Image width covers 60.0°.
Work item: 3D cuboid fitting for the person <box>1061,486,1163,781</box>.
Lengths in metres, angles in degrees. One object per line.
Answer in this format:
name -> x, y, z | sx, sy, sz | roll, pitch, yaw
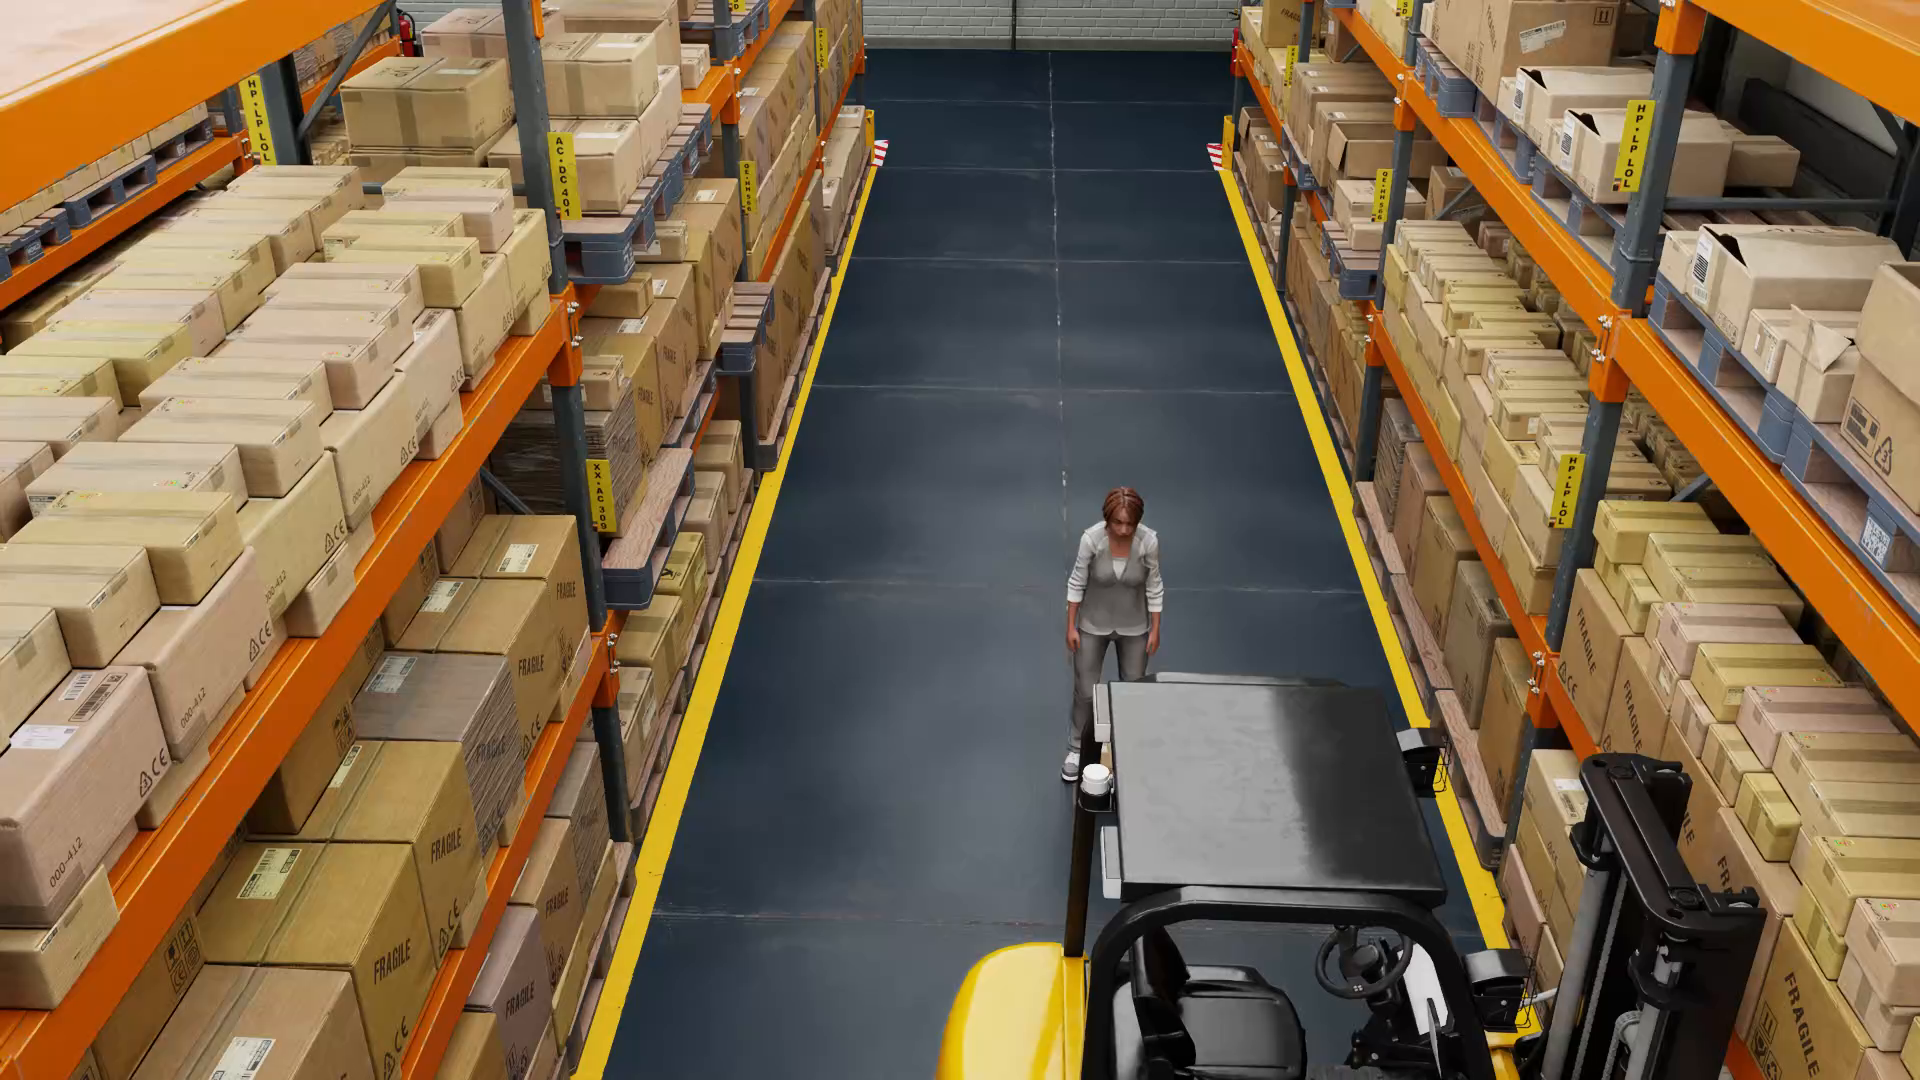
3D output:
person -> 0.742, 0.440, 8.035 | 0.460, 1.592, 0.343 | 1, 28, 2
